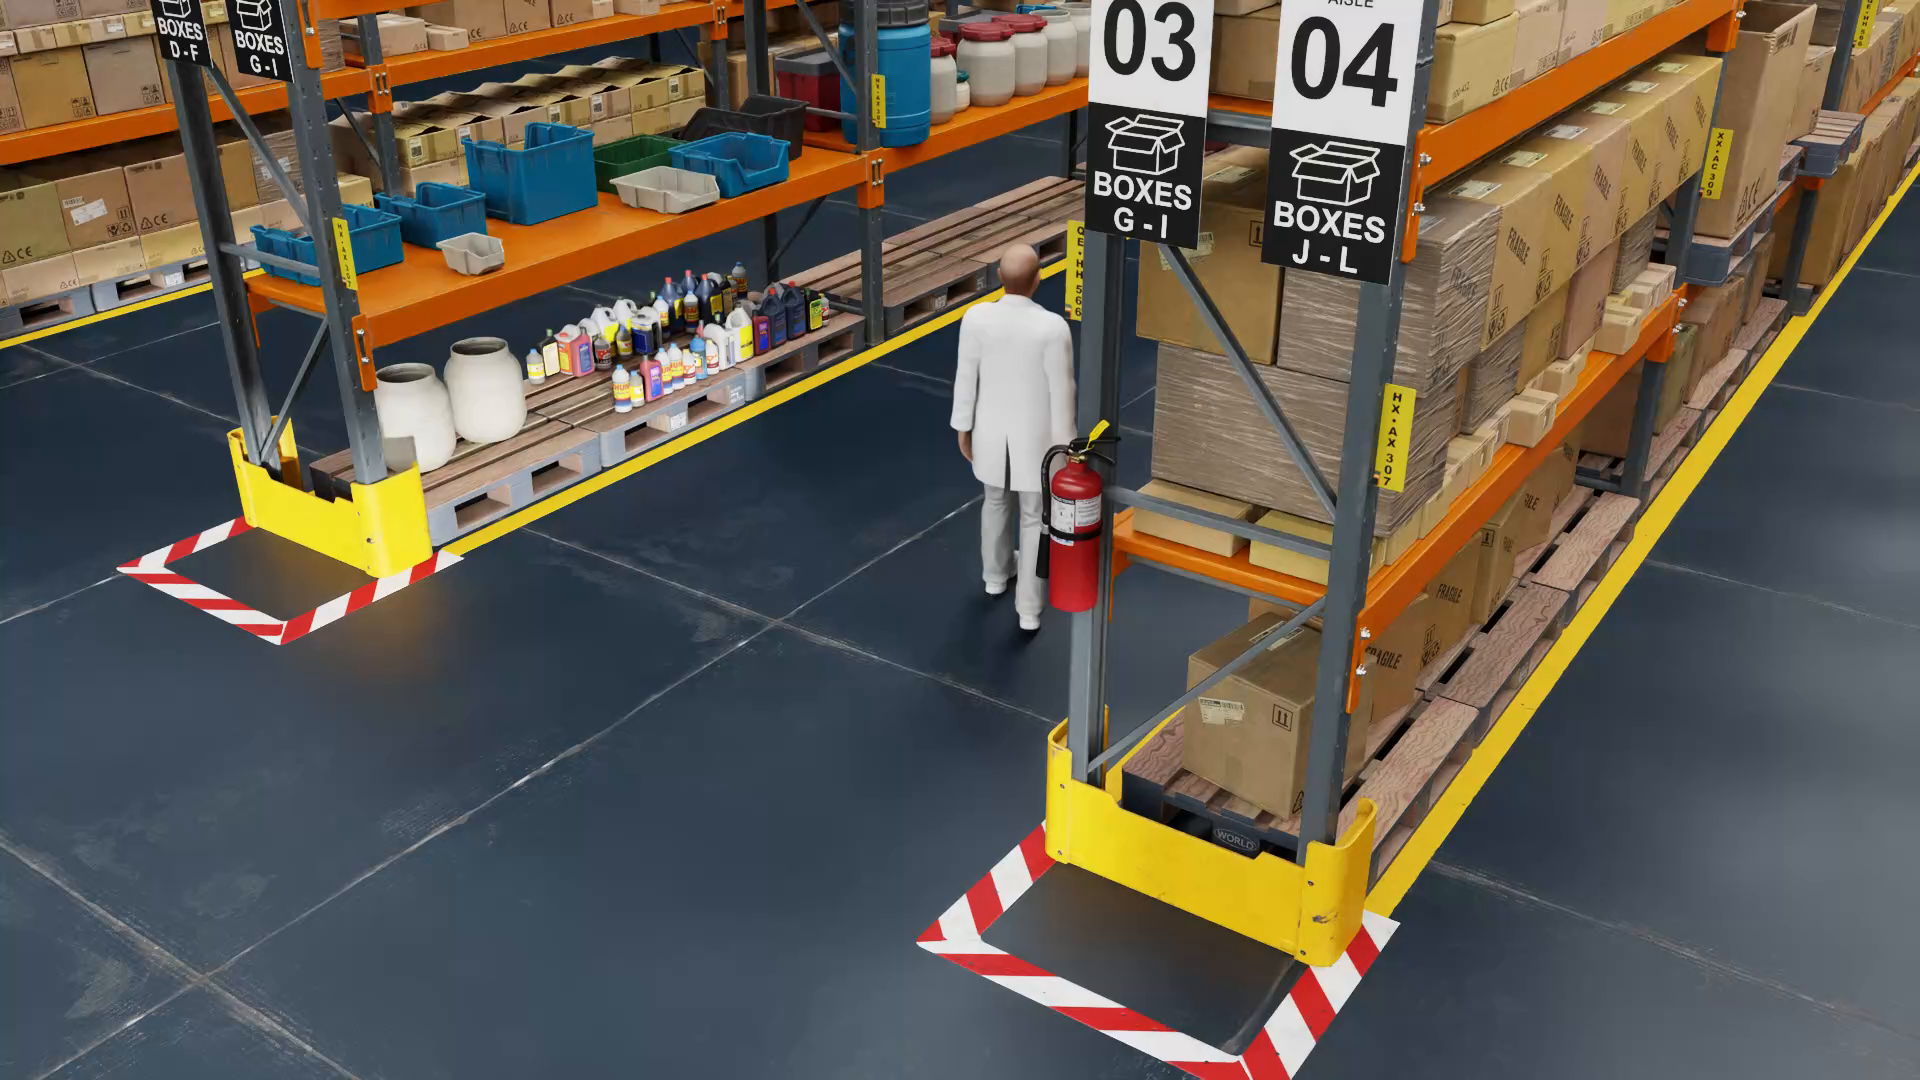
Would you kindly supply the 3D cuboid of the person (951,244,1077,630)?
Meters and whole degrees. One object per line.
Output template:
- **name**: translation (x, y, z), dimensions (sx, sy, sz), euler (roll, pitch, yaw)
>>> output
- **person**: translation (0.283, -0.520, 7.661), dimensions (0.608, 1.778, 0.663), euler (10, 28, 20)
